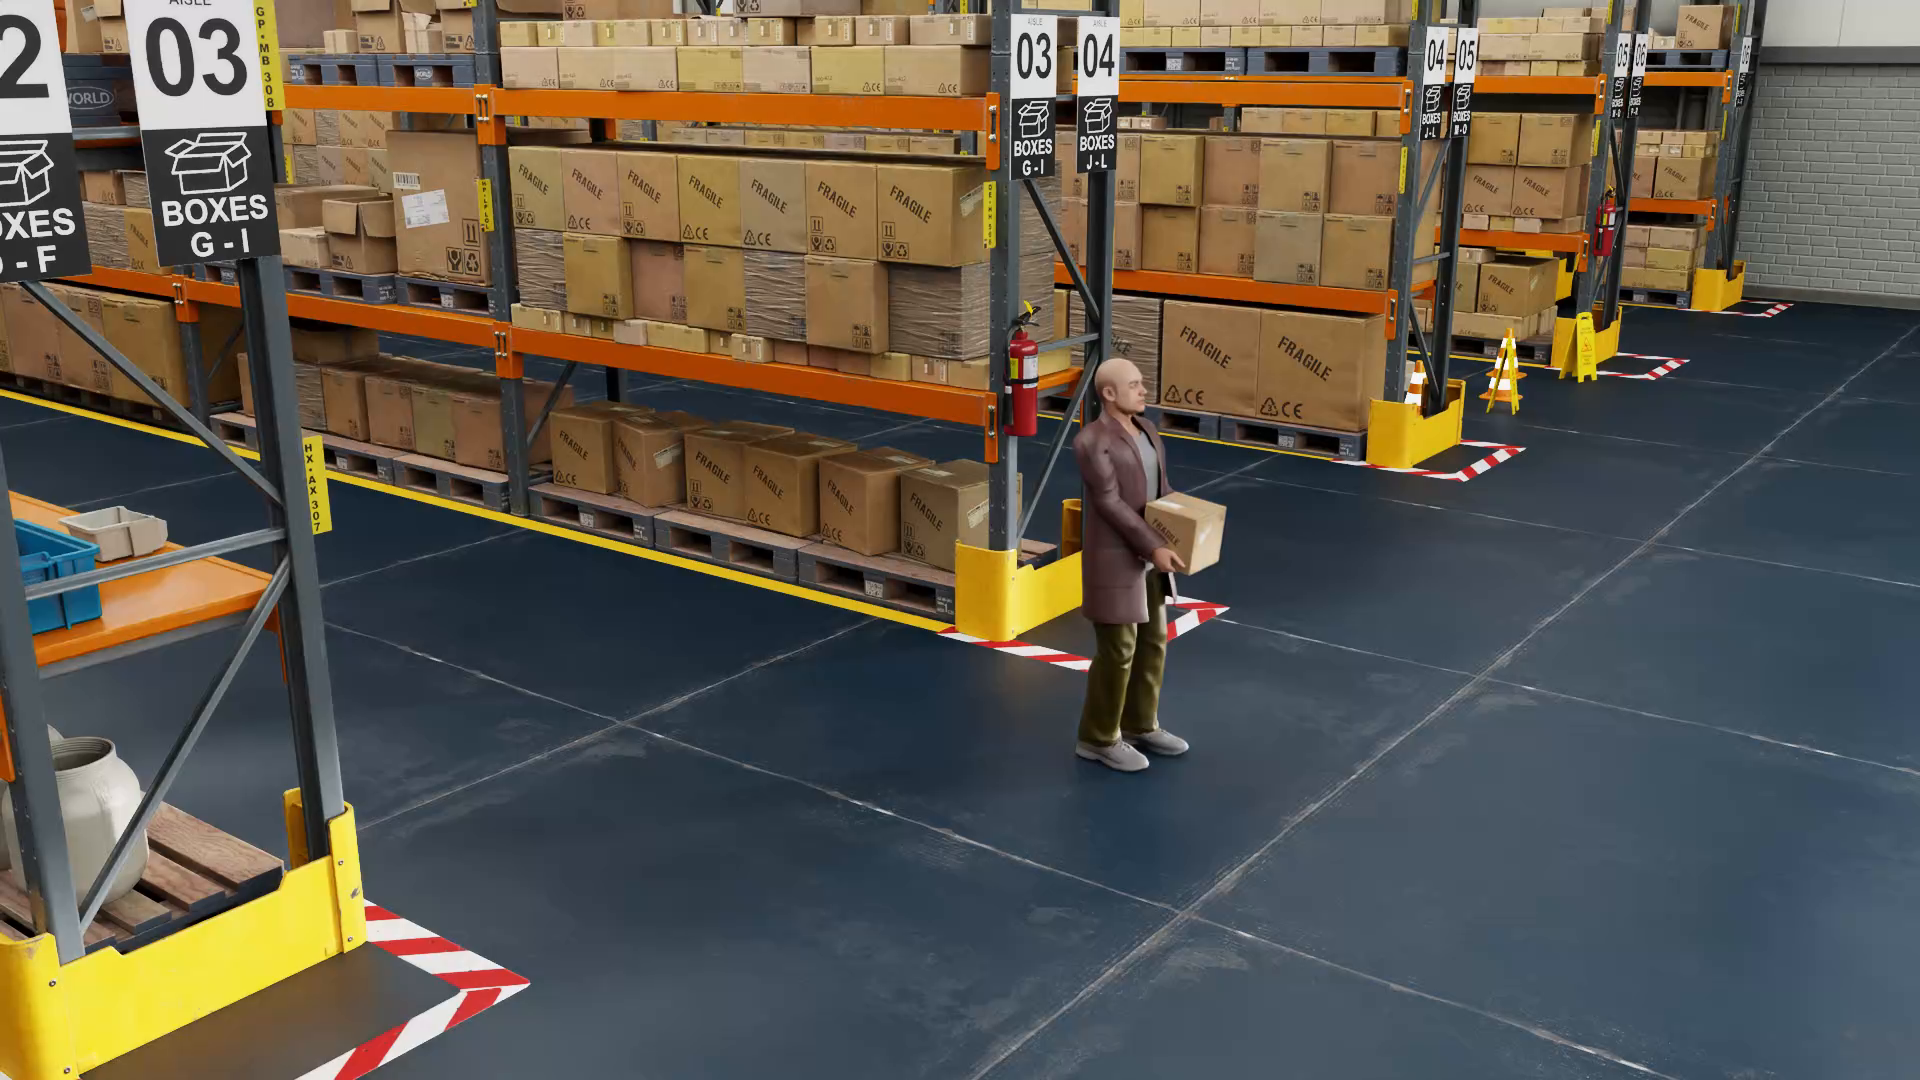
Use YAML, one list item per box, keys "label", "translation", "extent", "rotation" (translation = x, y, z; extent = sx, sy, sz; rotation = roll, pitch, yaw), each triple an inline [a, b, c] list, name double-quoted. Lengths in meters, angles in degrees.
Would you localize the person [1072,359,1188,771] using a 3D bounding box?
- label: "person"
  translation: [0.798, 0.113, 7.187]
  extent: [0.555, 1.769, 0.530]
  rotation: [12, 20, 35]
